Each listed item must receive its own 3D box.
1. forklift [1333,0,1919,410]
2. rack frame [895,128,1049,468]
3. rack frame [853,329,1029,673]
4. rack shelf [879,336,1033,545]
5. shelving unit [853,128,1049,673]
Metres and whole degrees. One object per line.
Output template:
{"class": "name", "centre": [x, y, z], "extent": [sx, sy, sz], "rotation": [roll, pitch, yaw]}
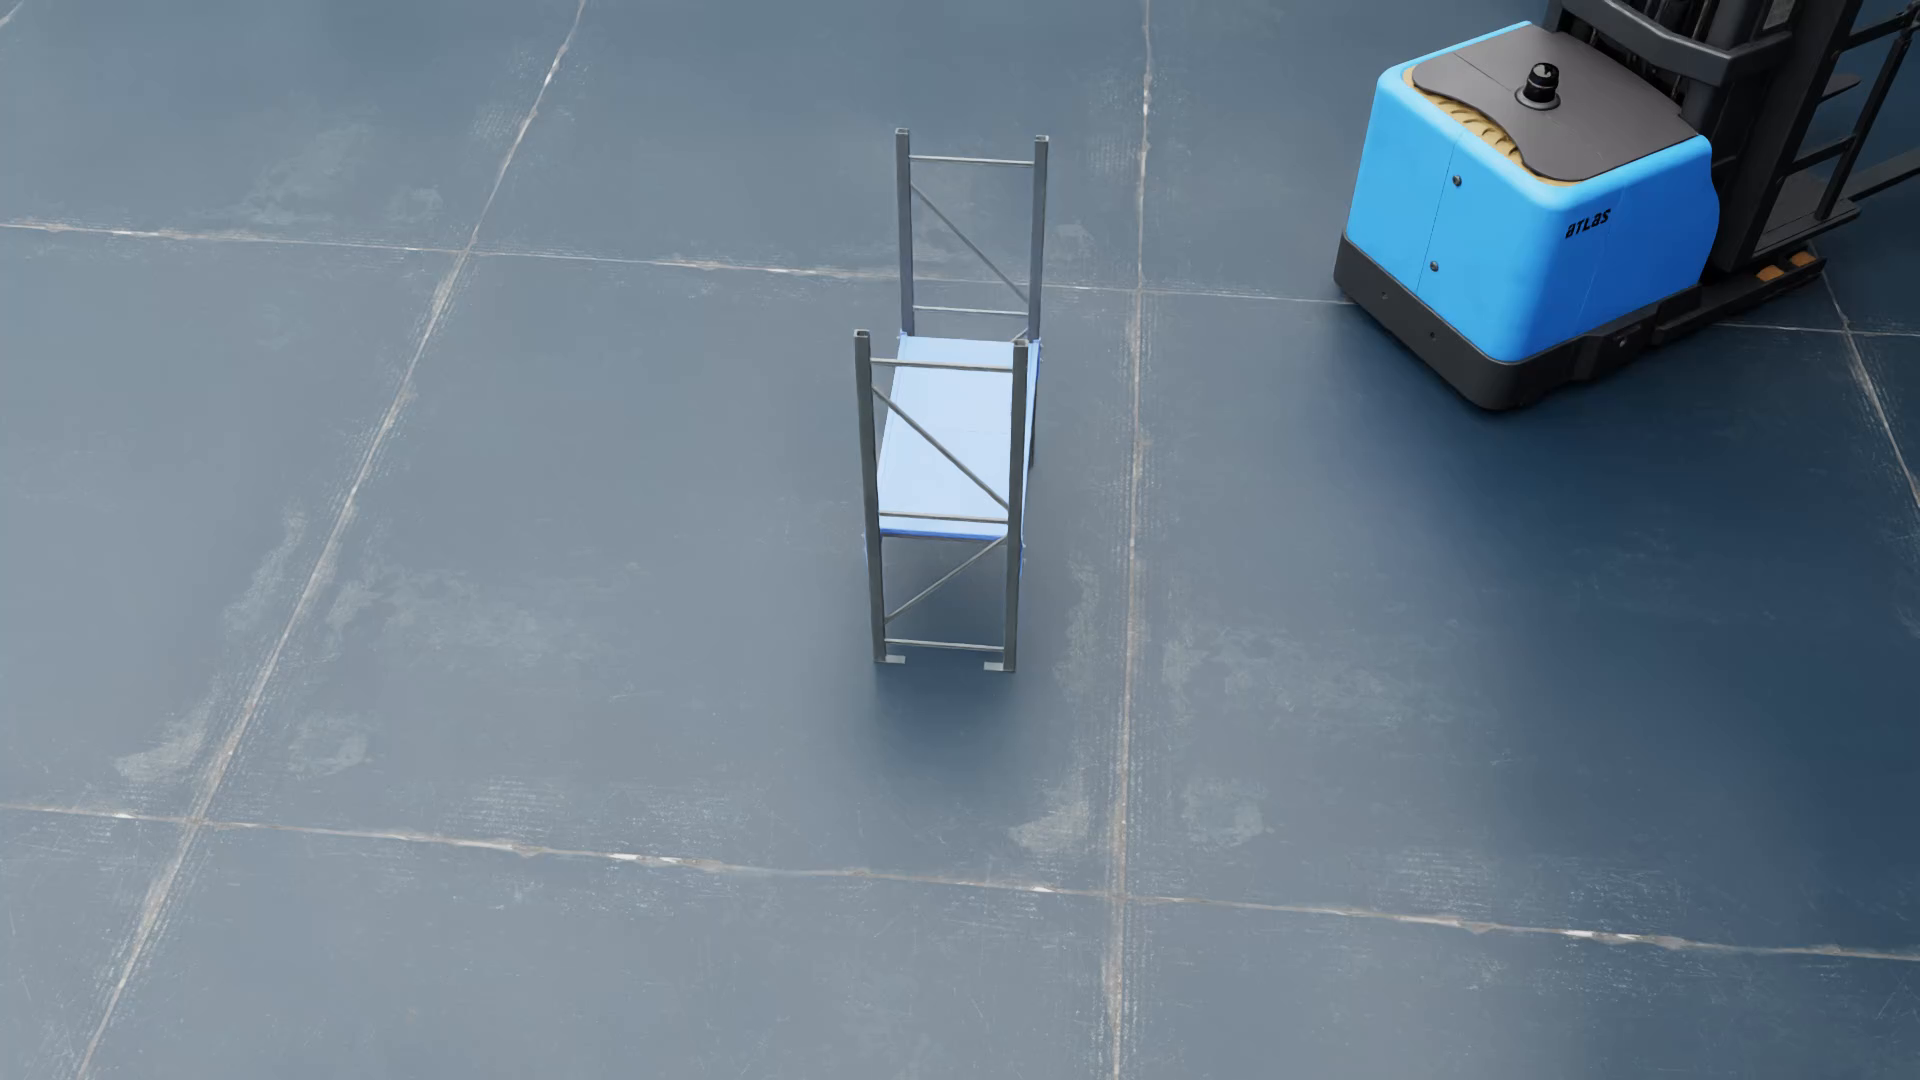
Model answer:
{"class": "forklift", "centre": [3.150, -2.322, 6.387], "extent": [3.031, 2.935, 1.130], "rotation": [-23, 52, -20]}
{"class": "rack frame", "centre": [0.039, -0.817, 5.981], "extent": [0.500, 1.500, 0.032], "rotation": [4, 48, 4]}
{"class": "rack frame", "centre": [-0.054, -0.070, 5.298], "extent": [0.500, 1.500, 0.032], "rotation": [4, 48, 4]}
{"class": "rack shelf", "centre": [-0.008, -0.355, 5.736], "extent": [0.459, 0.062, 0.952], "rotation": [4, 48, 4]}
{"class": "shelving unit", "centre": [-0.008, -0.443, 5.639], "extent": [0.500, 1.500, 1.048], "rotation": [4, 48, 4]}
